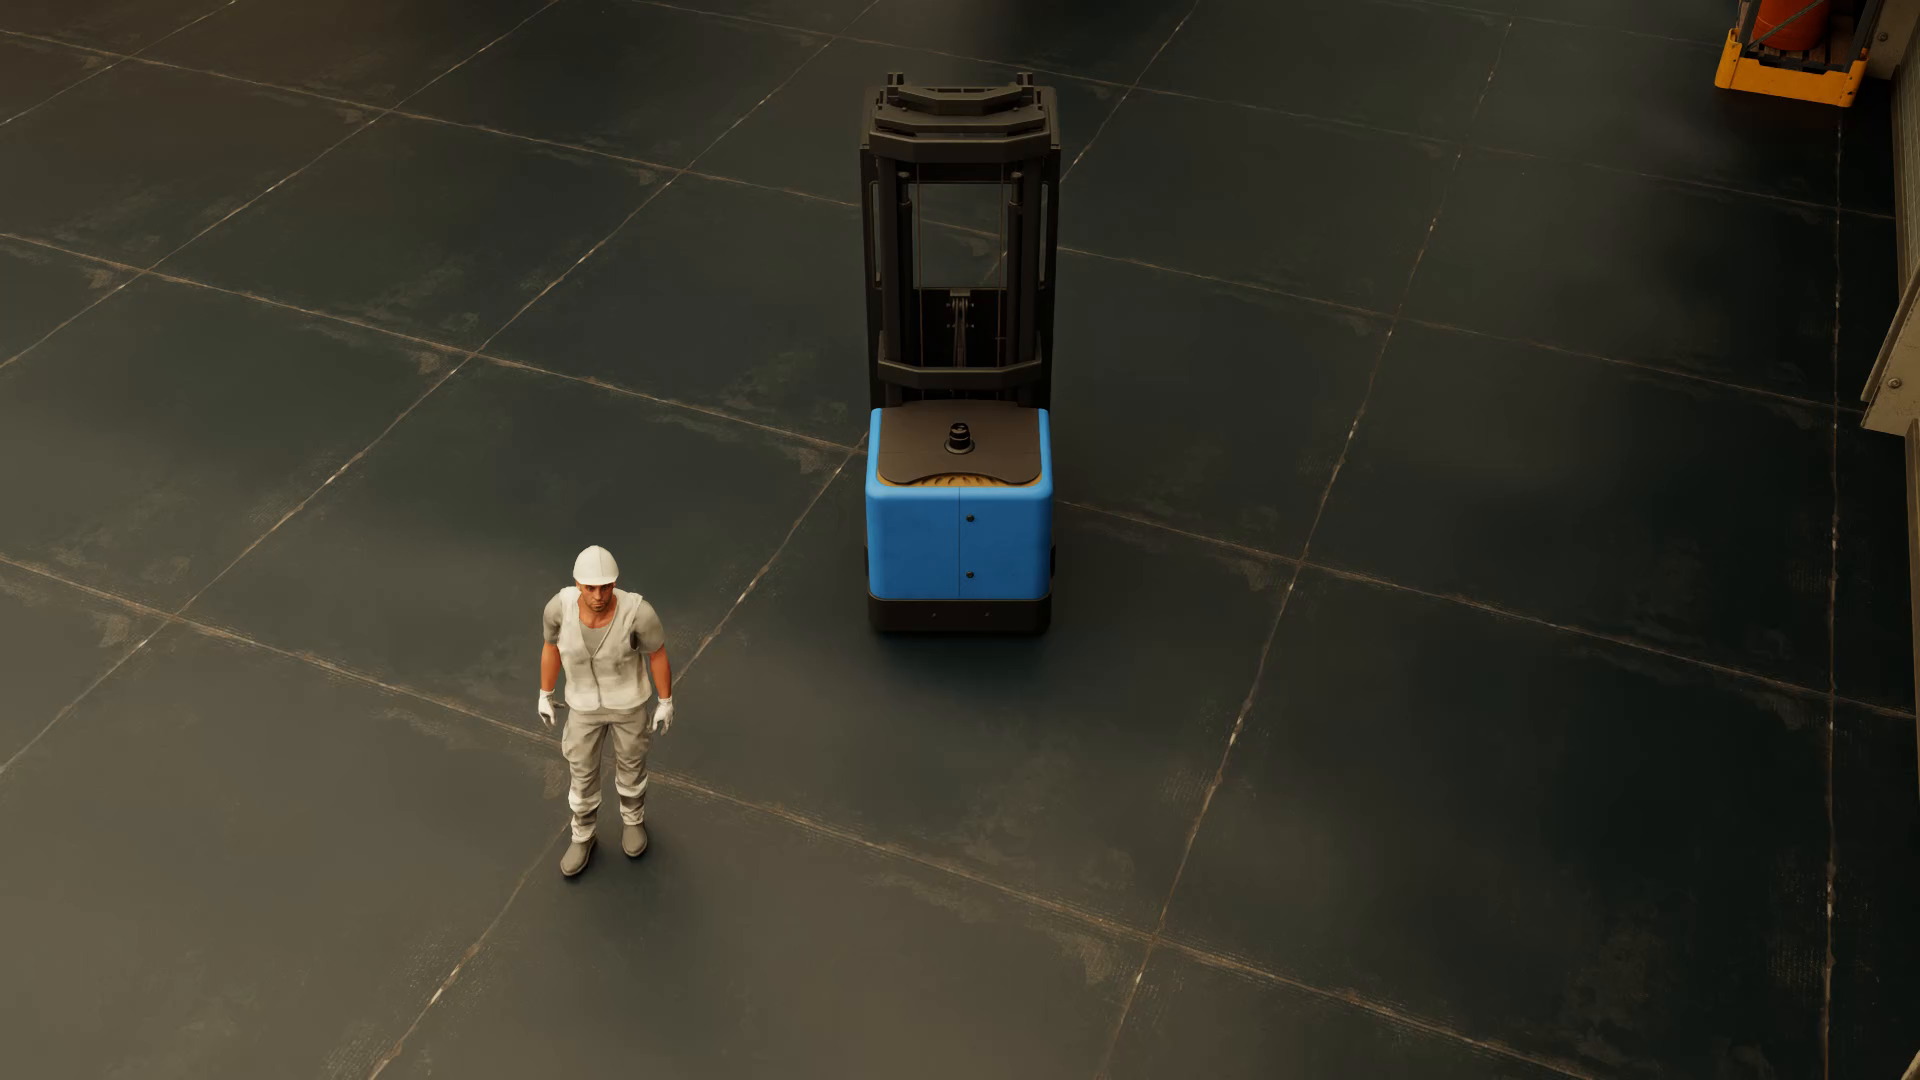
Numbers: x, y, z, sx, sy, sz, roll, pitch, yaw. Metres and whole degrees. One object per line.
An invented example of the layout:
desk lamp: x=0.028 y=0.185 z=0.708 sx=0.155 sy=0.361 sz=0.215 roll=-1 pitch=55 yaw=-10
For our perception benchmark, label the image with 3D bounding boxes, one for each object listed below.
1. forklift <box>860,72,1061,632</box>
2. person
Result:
forklift: x=0.002 y=-1.515 z=9.816 sx=1.130 sy=2.935 sz=3.031 roll=0 pitch=40 yaw=0
person: x=-1.690 y=0.820 z=7.904 sx=0.637 sy=1.788 sz=0.564 roll=-1 pitch=40 yaw=-1
